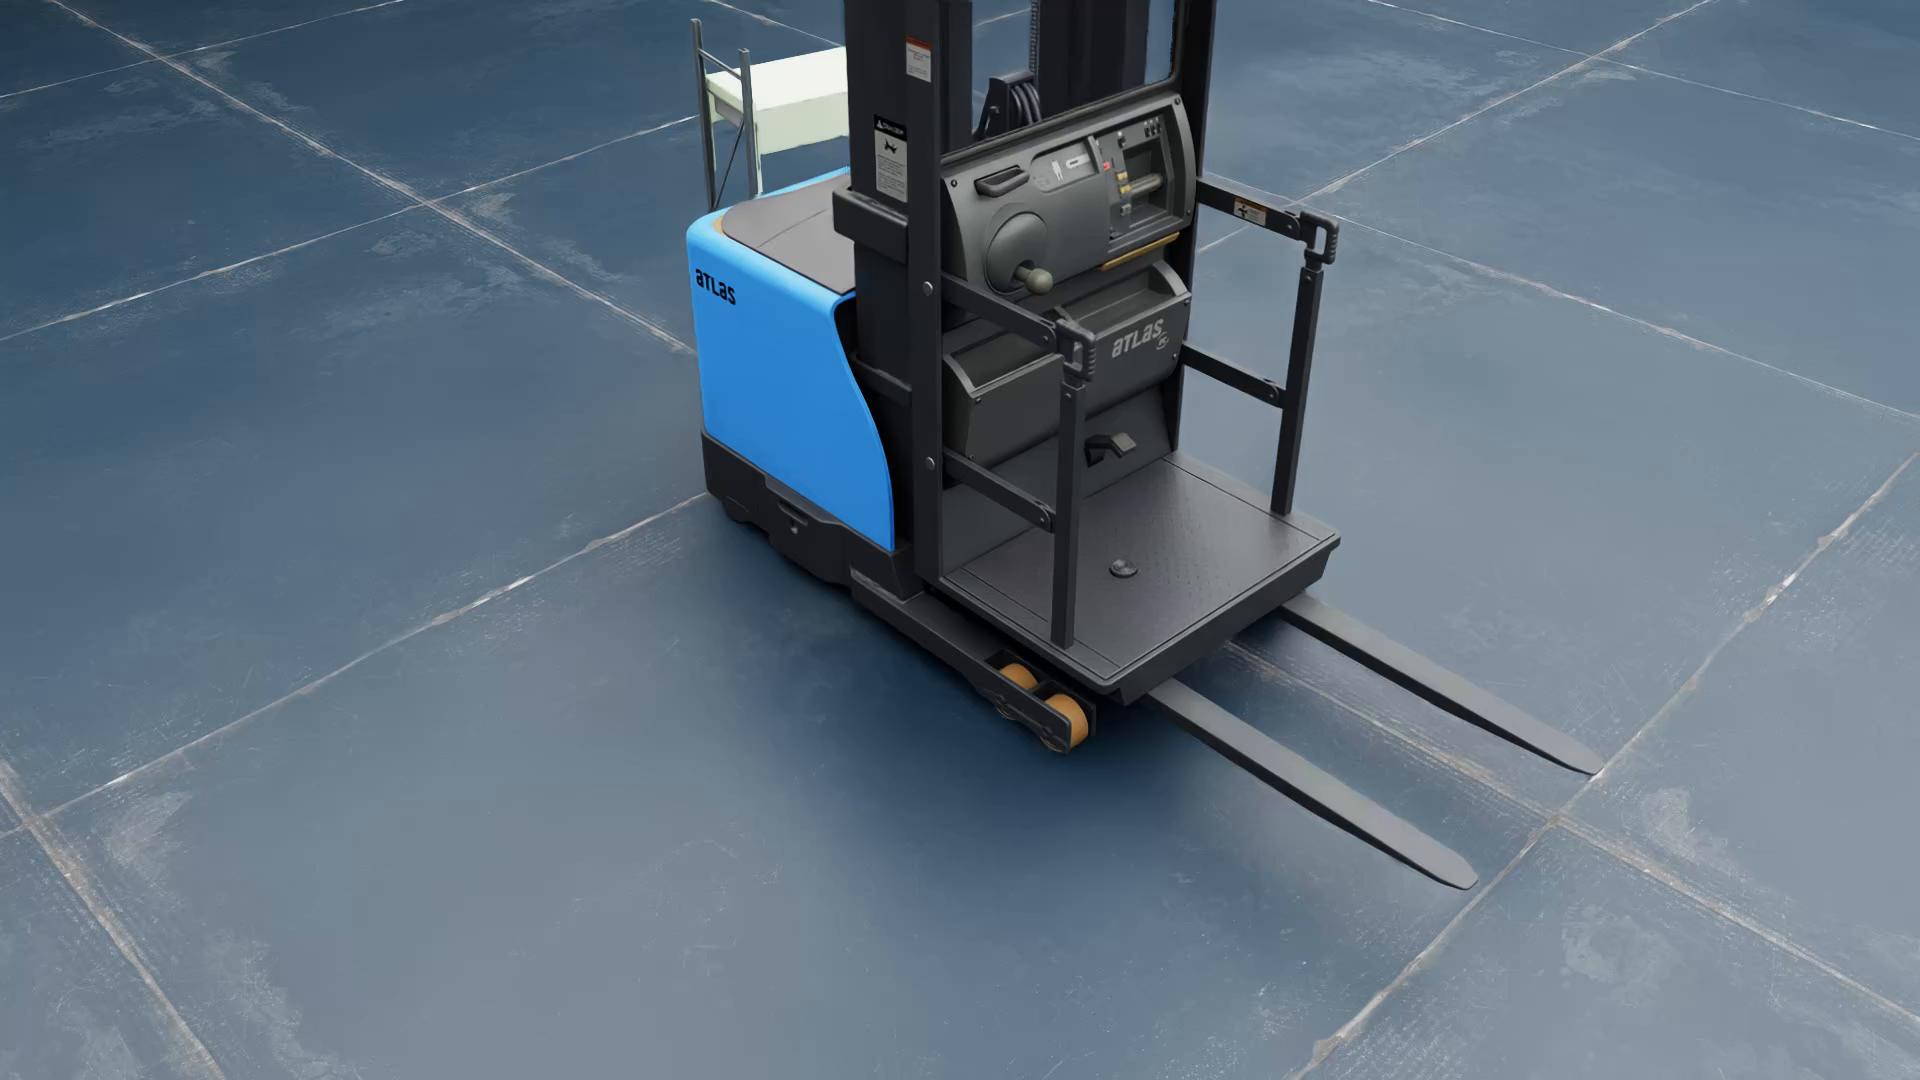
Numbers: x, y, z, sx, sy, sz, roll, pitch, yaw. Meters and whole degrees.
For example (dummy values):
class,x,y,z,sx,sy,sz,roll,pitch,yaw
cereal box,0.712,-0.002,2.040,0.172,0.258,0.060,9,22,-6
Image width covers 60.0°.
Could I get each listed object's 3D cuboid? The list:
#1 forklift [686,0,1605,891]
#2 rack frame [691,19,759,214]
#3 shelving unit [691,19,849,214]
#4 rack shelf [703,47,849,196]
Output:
class,x,y,z,sx,sy,sz,roll,pitch,yaw
forklift,0.469,-0.916,4.502,1.130,2.935,3.031,-28,44,-34
rack frame,-0.802,-1.068,5.970,0.023,1.500,0.400,-20,40,-26
shelving unit,-0.495,-1.181,6.133,0.755,1.500,0.431,-20,40,-26
rack shelf,-0.495,-1.501,5.909,0.720,0.370,0.431,-20,40,-26
